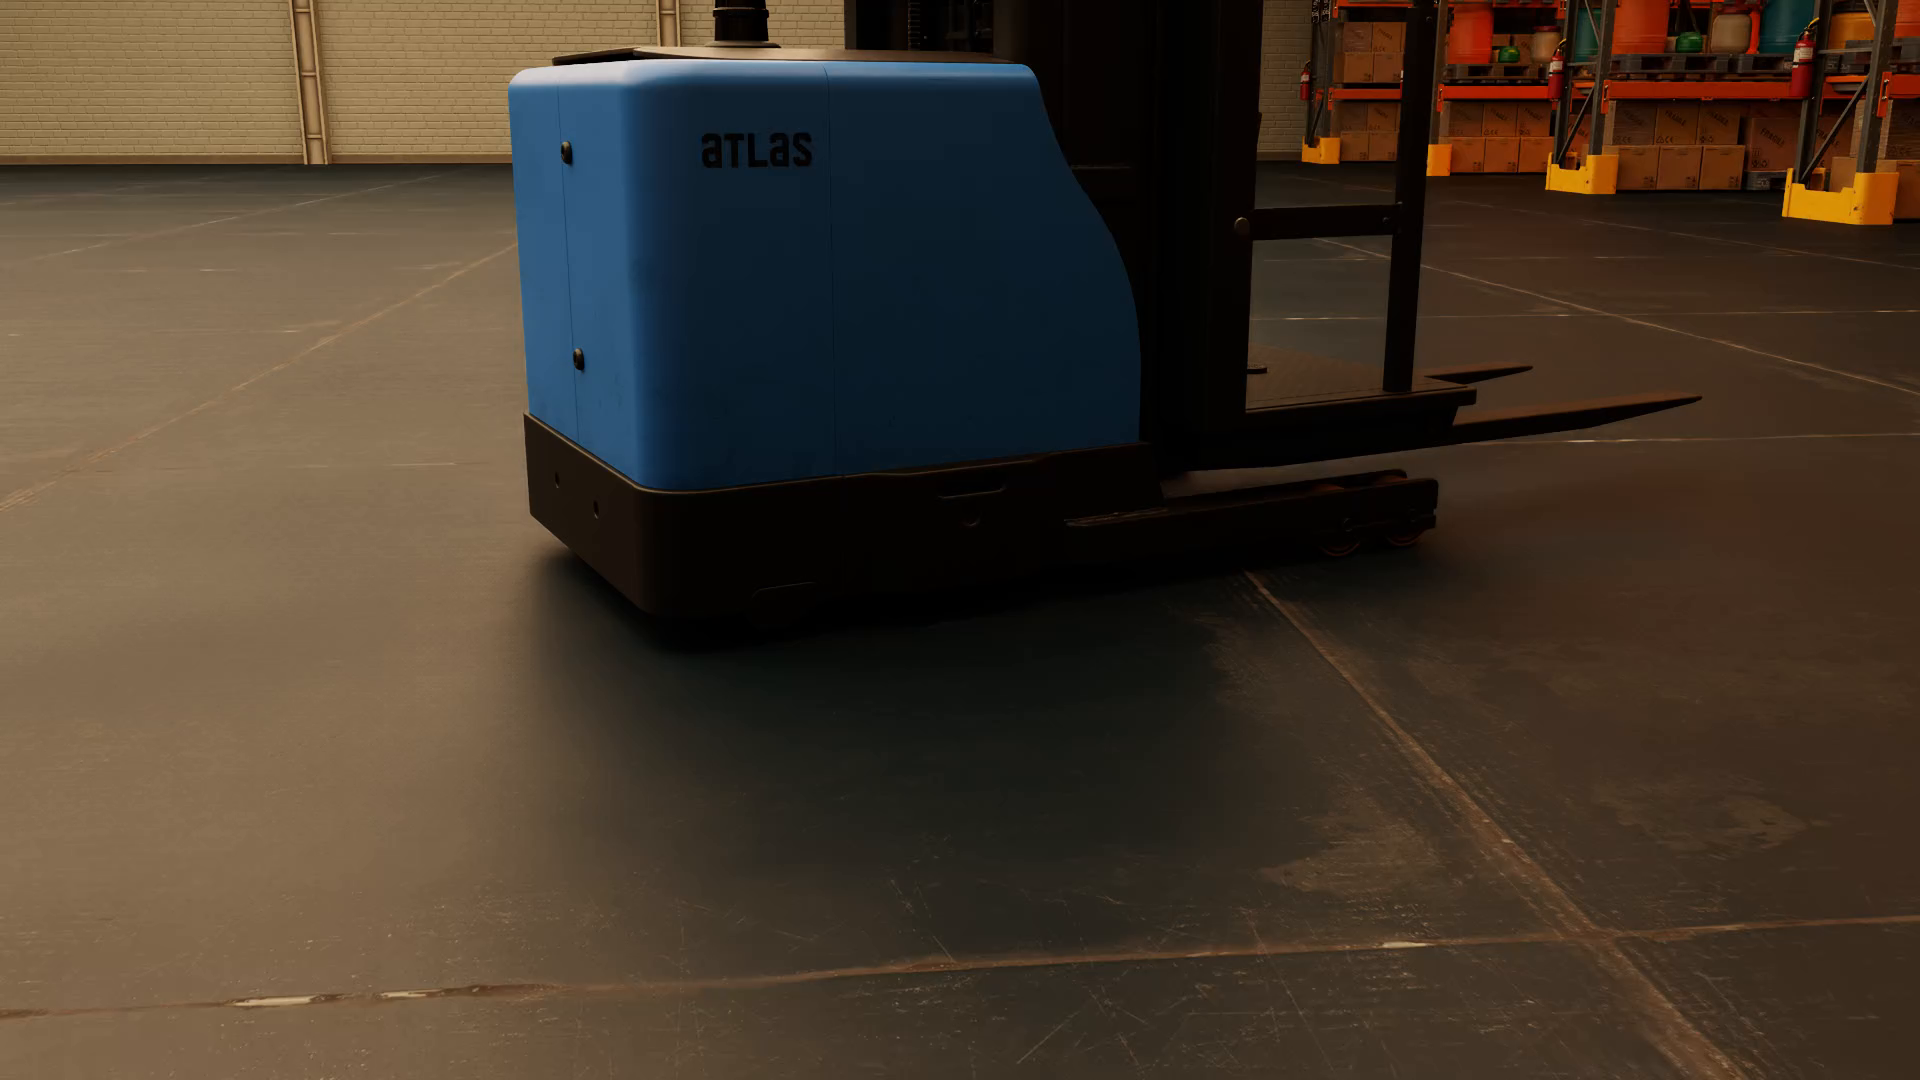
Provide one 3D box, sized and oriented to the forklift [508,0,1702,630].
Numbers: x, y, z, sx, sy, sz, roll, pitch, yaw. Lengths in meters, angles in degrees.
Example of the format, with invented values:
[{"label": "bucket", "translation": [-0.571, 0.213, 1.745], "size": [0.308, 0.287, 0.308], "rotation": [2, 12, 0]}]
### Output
[{"label": "forklift", "translation": [0.538, -1.490, 3.837], "size": [3.031, 2.935, 1.130], "rotation": [-8, 17, -27]}]
